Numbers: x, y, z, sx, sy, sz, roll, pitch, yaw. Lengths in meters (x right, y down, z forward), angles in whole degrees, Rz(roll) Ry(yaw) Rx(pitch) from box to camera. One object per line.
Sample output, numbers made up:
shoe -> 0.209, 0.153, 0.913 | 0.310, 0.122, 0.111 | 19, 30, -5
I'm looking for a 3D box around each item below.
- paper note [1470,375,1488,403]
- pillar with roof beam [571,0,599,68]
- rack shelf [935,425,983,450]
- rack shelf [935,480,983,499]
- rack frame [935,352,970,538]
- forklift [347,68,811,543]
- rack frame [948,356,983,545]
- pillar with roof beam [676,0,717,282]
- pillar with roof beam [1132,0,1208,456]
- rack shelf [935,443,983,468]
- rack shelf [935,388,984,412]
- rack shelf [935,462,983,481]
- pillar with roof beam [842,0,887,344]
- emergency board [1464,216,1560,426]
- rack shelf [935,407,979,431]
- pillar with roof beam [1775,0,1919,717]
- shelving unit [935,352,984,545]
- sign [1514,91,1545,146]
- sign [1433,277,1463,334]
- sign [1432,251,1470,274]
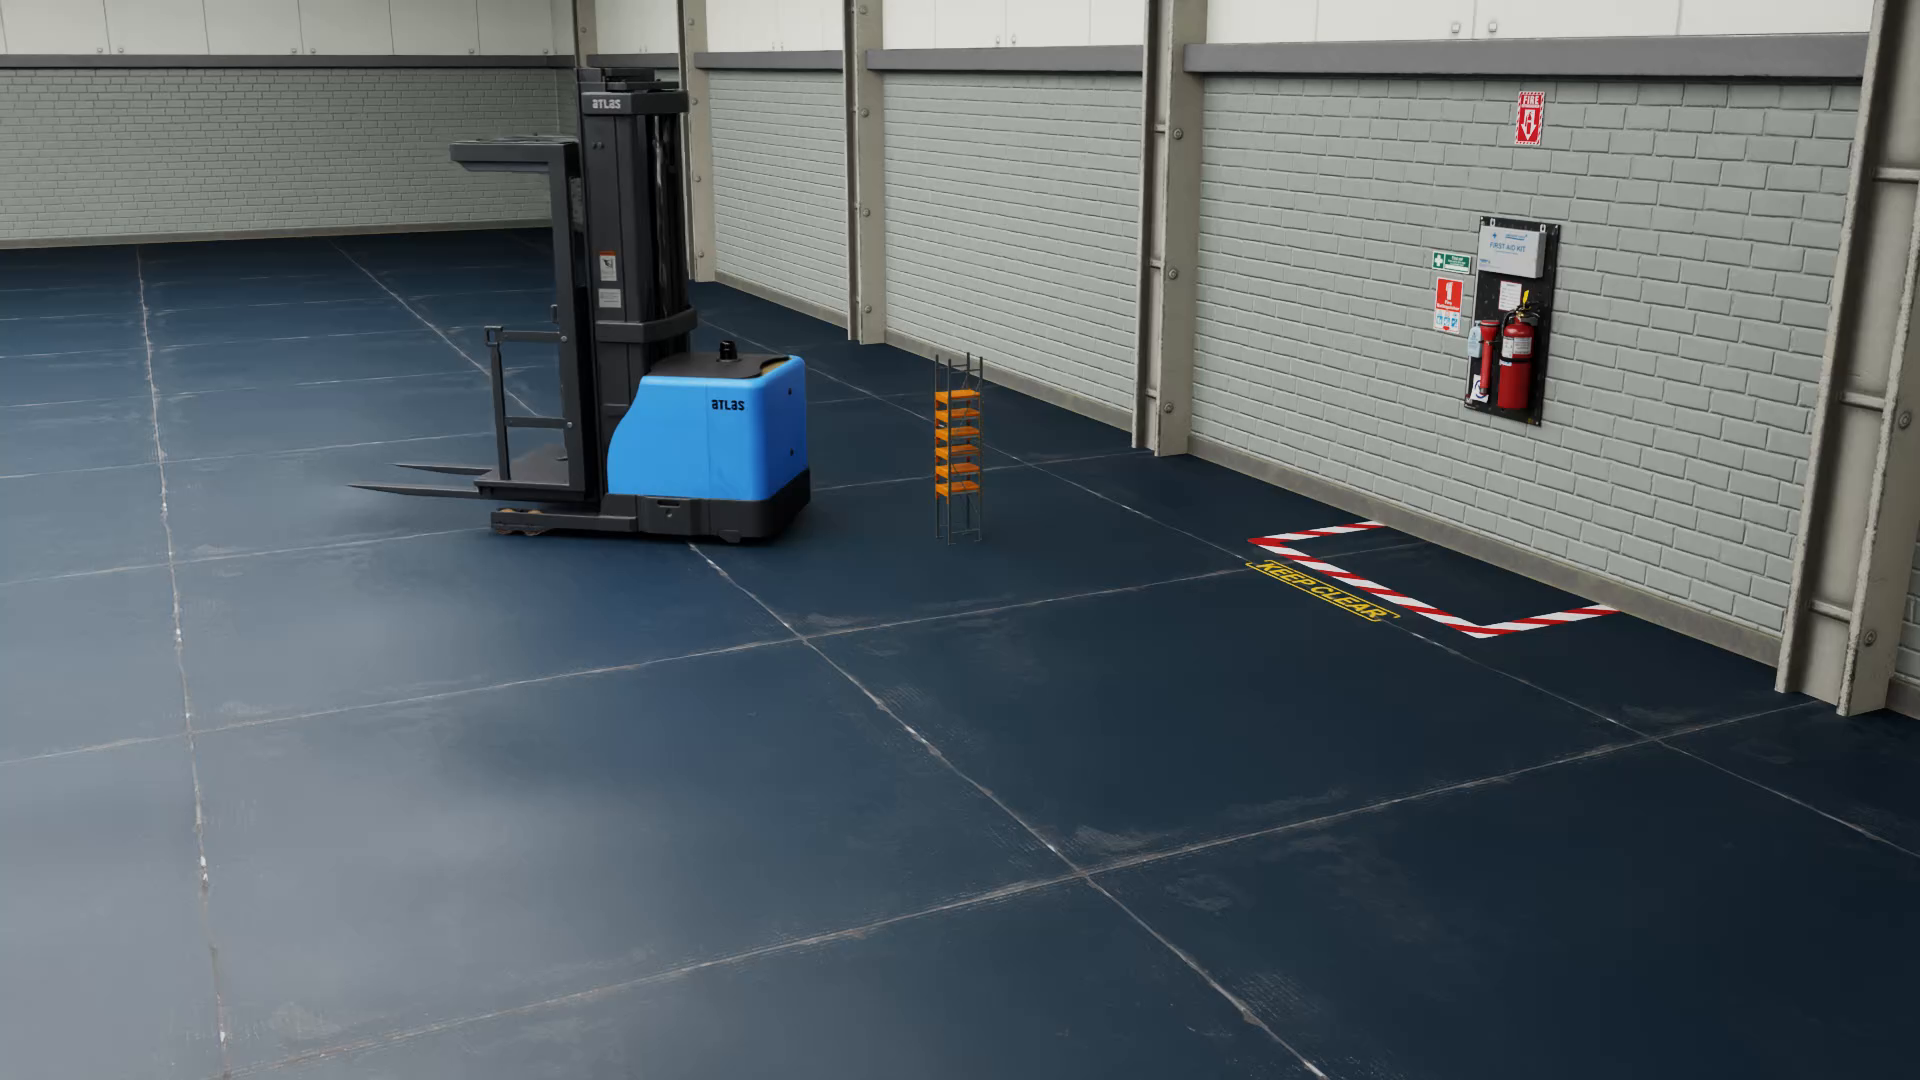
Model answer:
paper note -> 3.167, -0.921, 10.121 | 0.016, 0.148, 0.142 | -8, 18, -25
pillar with roof beam -> -10.153, -8.990, 25.763 | 9.100, 9.000, 0.400 | -8, 18, -25
rack shelf -> -0.006, -0.653, 10.577 | 0.258, 0.103, 0.180 | -8, 18, -25
rack shelf -> -0.006, -0.307, 10.676 | 0.258, 0.103, 0.180 | -8, 18, -25
rack frame -> -0.046, -0.603, 10.677 | 0.240, 1.200, 0.006 | -8, 18, -25
forklift -> -2.597, -1.573, 10.919 | 3.031, 2.935, 1.130 | 3, 16, 11
rack frame -> 0.034, -0.558, 10.519 | 0.240, 1.200, 0.006 | -8, 18, -25
pillar with roof beam -> -7.524, -7.502, 20.579 | 9.100, 9.000, 0.400 | -8, 18, -25
pillar with roof beam -> -2.267, -4.526, 10.210 | 9.100, 9.000, 0.400 | -8, 18, -25
rack shelf -> -0.006, -0.538, 10.610 | 0.258, 0.103, 0.180 | -8, 18, -25
rack shelf -> -0.006, -0.884, 10.511 | 0.258, 0.103, 0.180 | -8, 18, -25
rack shelf -> -0.006, -0.422, 10.643 | 0.258, 0.103, 0.180 | -8, 18, -25
pillar with roof beam -> -4.896, -6.014, 15.394 | 9.100, 9.000, 0.400 | -8, 18, -25
emergency board -> 3.183, -1.293, 9.817 | 0.194, 1.169, 0.643 | -8, 18, -25
rack shelf -> -0.006, -0.768, 10.544 | 0.258, 0.103, 0.180 | -8, 18, -25
pillar with roof beam -> 0.361, -3.039, 5.026 | 9.100, 9.000, 0.400 | -8, 18, -25
shelving unit -> -0.006, -0.580, 10.598 | 0.258, 1.200, 0.189 | -8, 18, -25
sign -> 3.269, -2.421, 9.546 | 0.001, 0.298, 0.199 | -8, 18, -25
sign -> 3.033, -1.459, 10.333 | 0.001, 0.329, 0.234 | -8, 18, -25
sign -> 3.027, -1.712, 10.253 | 0.001, 0.109, 0.331 | -8, 18, -25
